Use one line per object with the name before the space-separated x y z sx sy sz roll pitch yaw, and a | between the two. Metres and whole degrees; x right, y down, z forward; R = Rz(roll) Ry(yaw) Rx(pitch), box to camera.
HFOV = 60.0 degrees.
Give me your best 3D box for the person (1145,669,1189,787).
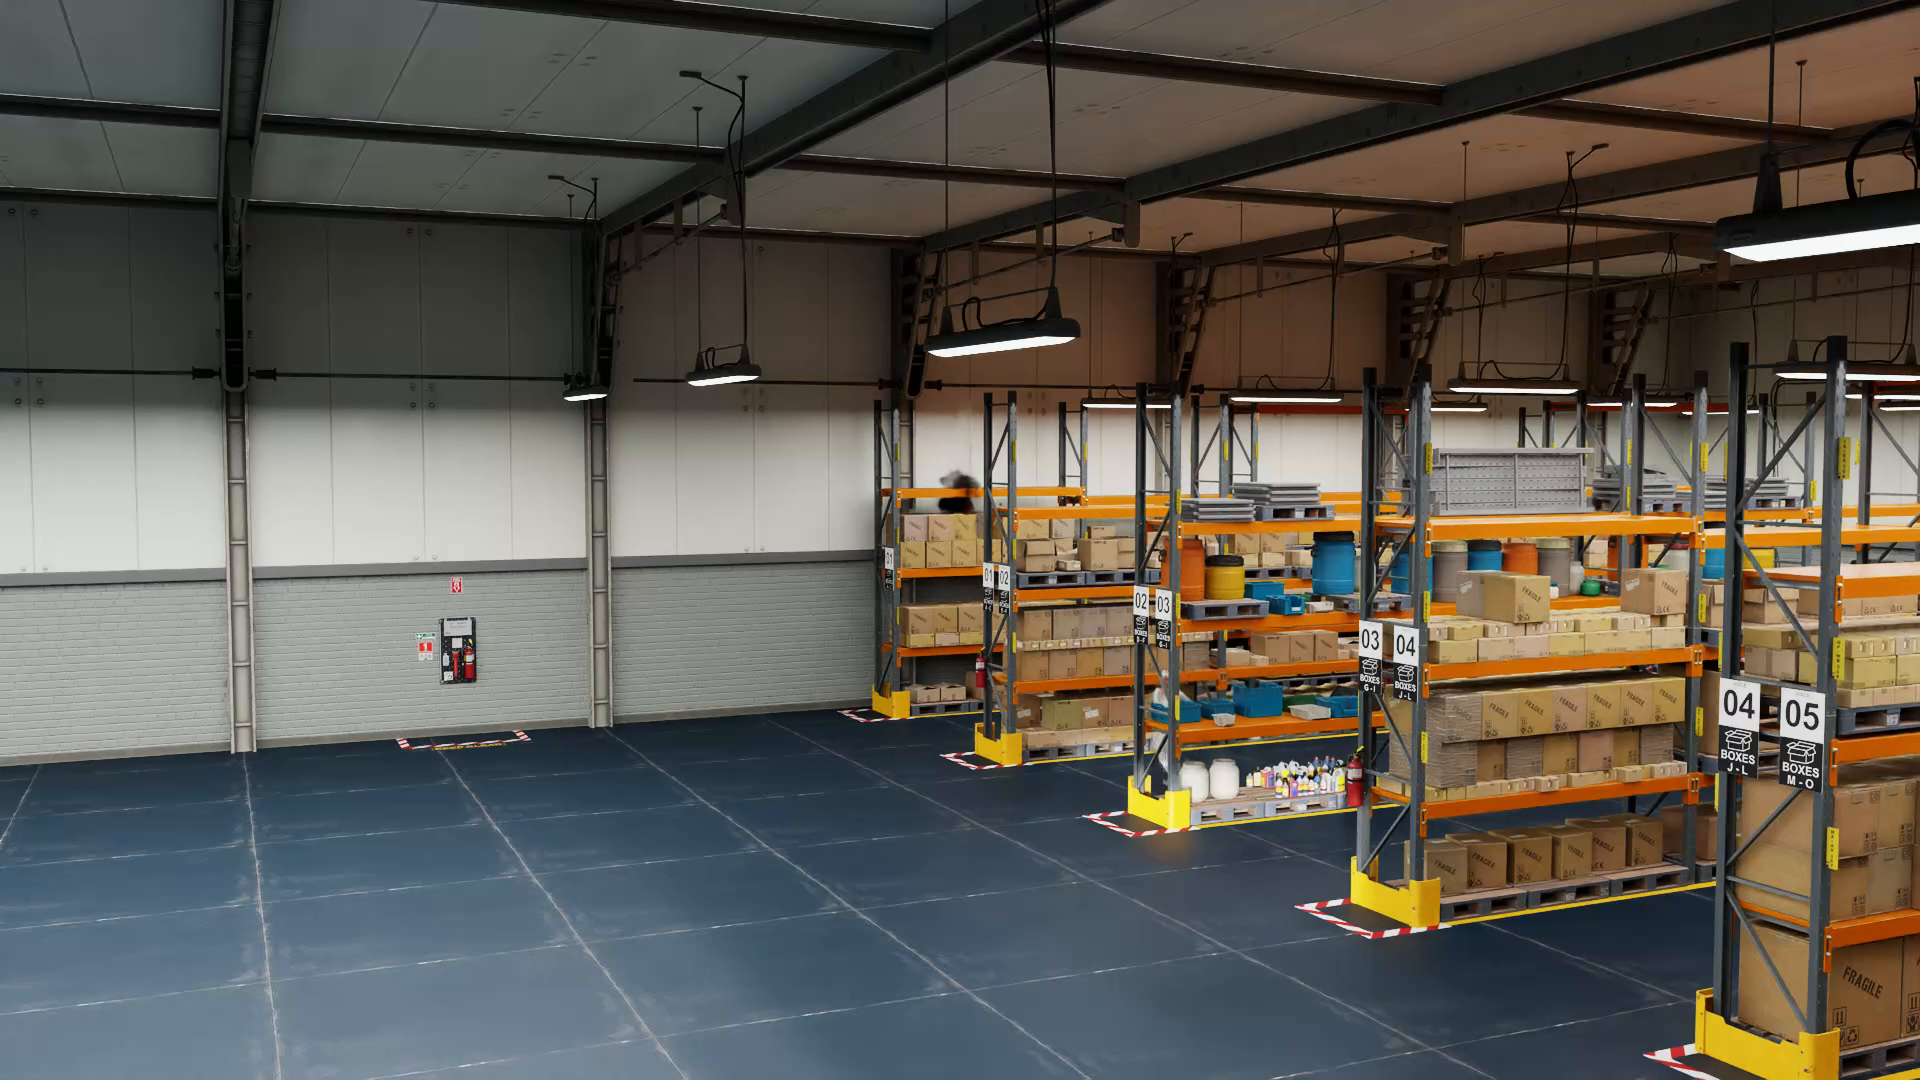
person | 3.043 2.816 24.913 0.661 1.750 0.640 -3 4 -39
